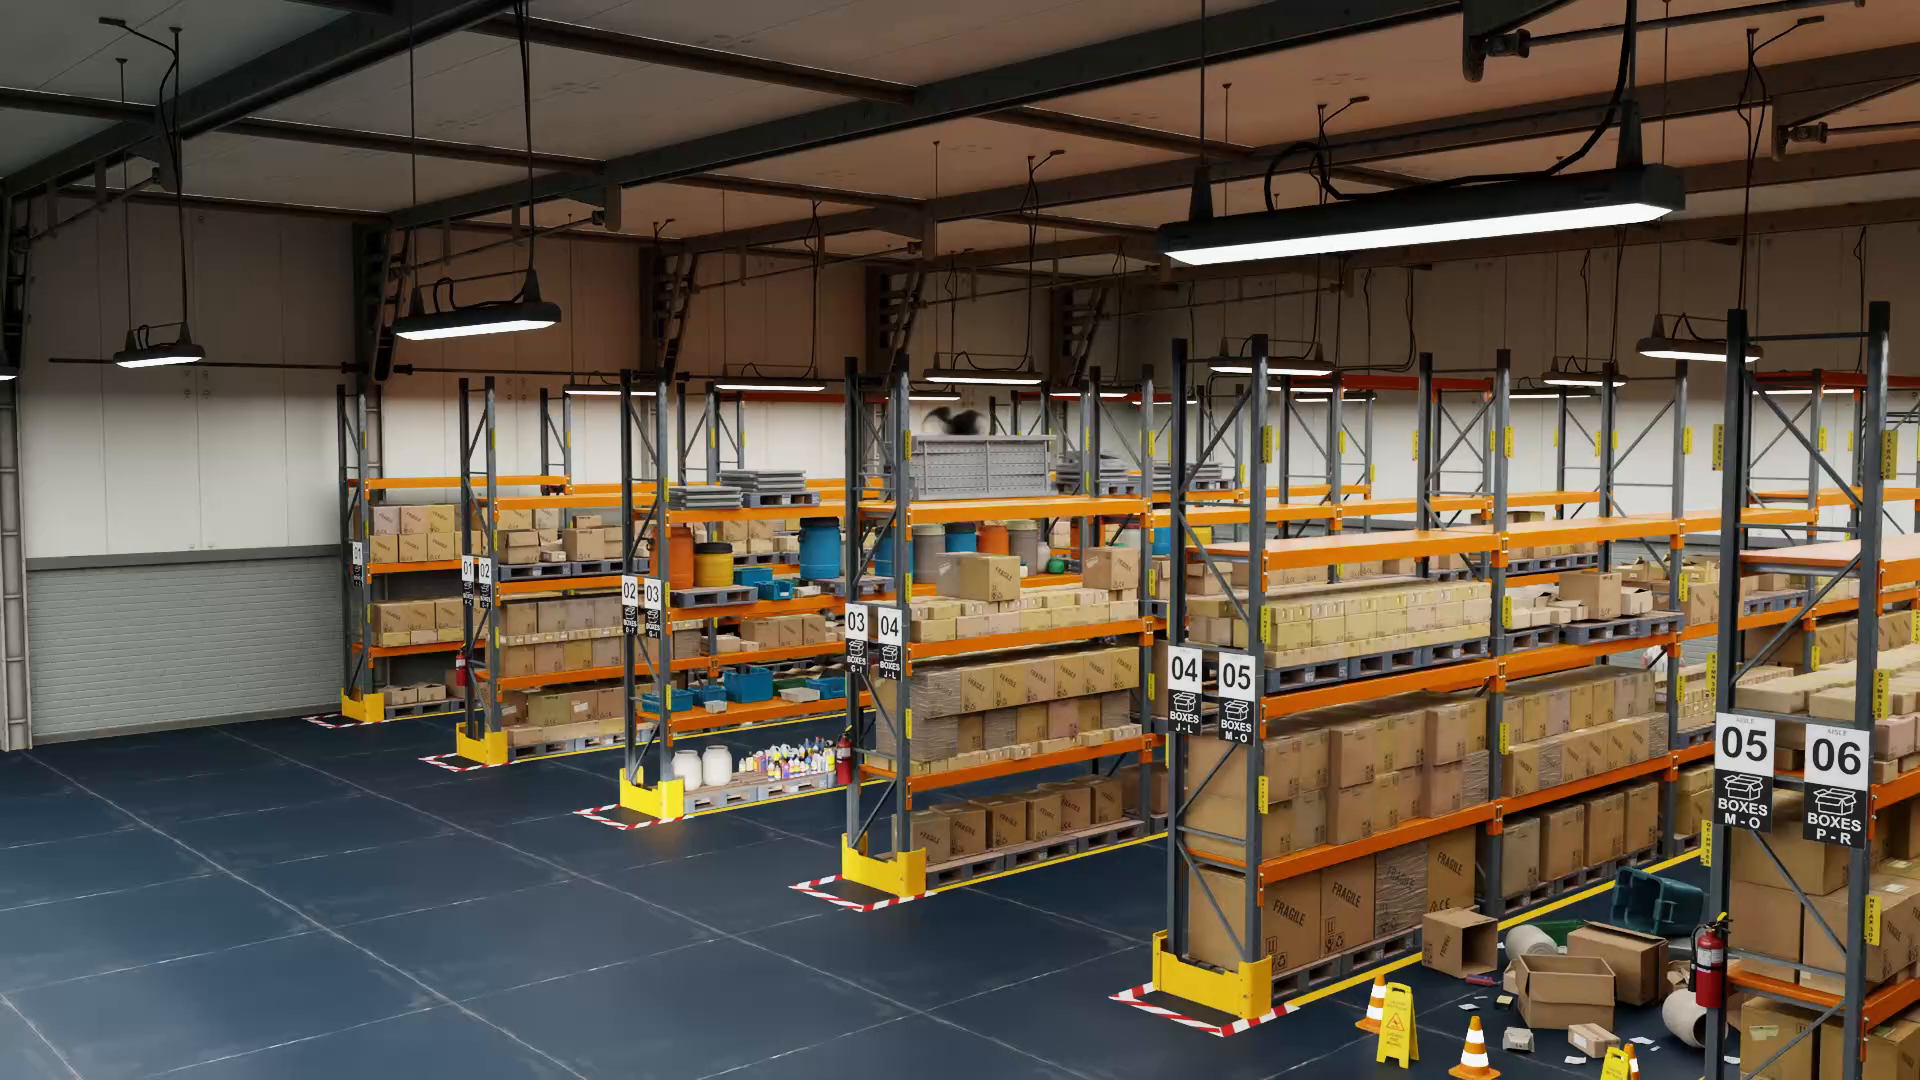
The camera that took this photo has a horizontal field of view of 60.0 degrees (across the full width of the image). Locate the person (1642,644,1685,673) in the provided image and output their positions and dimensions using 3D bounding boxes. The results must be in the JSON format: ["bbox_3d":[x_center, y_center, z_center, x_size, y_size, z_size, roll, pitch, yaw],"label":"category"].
[{"bbox_3d":[11.985,2.440,28.336,0.670,1.819,0.765,1,4,18],"label":"person"}]

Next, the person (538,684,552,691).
[{"bbox_3d":[-7.084,2.471,28.736,0.564,1.658,1.060,4,5,43],"label":"person"}]

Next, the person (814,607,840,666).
[{"bbox_3d":[-2.768,2.066,34.179,0.670,1.721,0.838,3,5,37],"label":"person"}]
